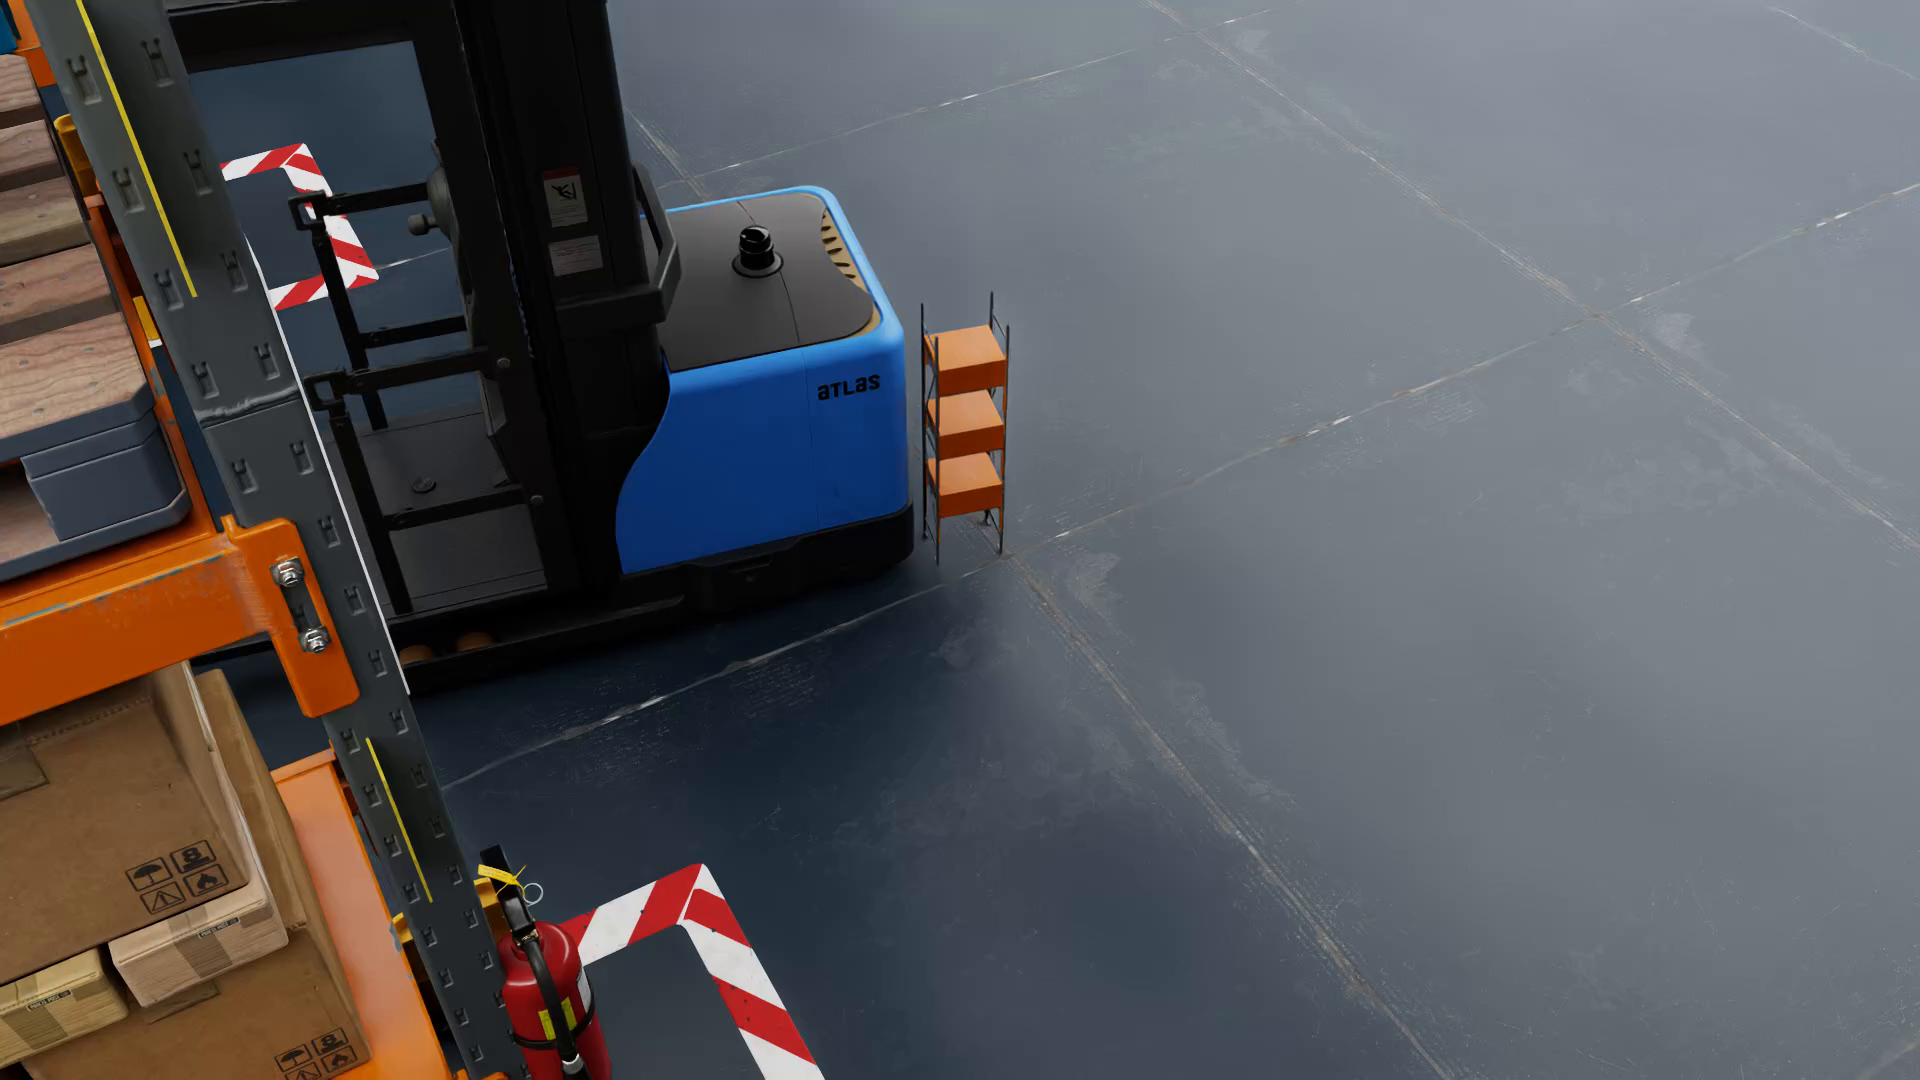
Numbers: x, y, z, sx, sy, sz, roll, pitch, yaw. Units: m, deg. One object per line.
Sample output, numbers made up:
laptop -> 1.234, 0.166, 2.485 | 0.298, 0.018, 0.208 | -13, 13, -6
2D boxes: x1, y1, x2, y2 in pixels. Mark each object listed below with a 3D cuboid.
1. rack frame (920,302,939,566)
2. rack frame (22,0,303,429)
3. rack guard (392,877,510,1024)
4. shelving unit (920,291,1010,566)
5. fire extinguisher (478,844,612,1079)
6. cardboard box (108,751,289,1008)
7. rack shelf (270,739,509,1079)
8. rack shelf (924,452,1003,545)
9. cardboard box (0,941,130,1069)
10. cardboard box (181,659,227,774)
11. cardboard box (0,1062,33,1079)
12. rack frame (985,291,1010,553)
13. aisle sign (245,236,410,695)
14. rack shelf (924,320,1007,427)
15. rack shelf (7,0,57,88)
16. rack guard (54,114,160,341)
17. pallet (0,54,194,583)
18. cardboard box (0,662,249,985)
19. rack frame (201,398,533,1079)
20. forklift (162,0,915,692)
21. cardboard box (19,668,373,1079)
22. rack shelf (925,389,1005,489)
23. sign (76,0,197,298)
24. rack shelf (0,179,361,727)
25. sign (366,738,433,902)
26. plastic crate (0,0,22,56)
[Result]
rack frame -> -0.105, -0.350, 5.854 | 0.008, 1.050, 0.200 | -11, 45, -12
rack frame -> -1.146, -1.539, 1.374 | 0.127, 3.000, 1.000 | -22, 48, -21
rack guard -> -1.125, 1.503, 4.342 | 0.348, 0.500, 1.175 | -22, 48, -21
shelving unit -> 0.013, -0.373, 5.879 | 0.252, 1.050, 0.215 | -11, 45, -12
fire extinguisher -> -0.812, 0.881, 3.244 | 0.183, 0.674, 0.296 | -22, 48, -21
cardboard box -> -1.382, 0.593, 2.947 | 0.250, 0.149, 0.380 | -23, 49, -22
rack shelf -> -2.880, 1.566, 2.999 | 4.000, 0.370, 1.077 | -22, 48, -21
rack shelf -> 0.011, -0.166, 6.080 | 0.240, 0.259, 0.215 | -11, 45, -12
cardboard box -> -1.609, 0.685, 2.853 | 0.250, 0.149, 0.380 | -21, 48, -20
cardboard box -> -1.593, 0.352, 3.196 | 0.250, 0.149, 0.380 | -22, 48, -21
cardboard box -> -2.010, 0.918, 3.079 | 0.500, 0.500, 0.700 | -21, 48, -20
rack frame -> 0.130, -0.396, 5.904 | 0.008, 1.050, 0.200 | -11, 45, -12
aisle sign -> -0.943, -0.164, 2.399 | 0.004, 0.787, 0.394 | -22, 48, -21
rack shelf -> 0.014, -0.569, 5.689 | 0.240, 0.259, 0.215 | -11, 45, -12
rack shelf -> -5.344, -1.426, 6.082 | 4.000, 0.370, 1.077 | -22, 48, -21
rack guard -> -3.653, -1.426, 7.361 | 0.348, 0.500, 1.175 | -22, 48, -21
pallet -> -1.772, -0.201, 2.213 | 1.213, 0.211, 1.003 | -22, 48, -21
cardboard box -> -1.603, 0.285, 2.799 | 0.500, 0.500, 0.700 | -22, 48, -21
rack frame -> -1.146, 0.614, 3.463 | 0.127, 3.000, 1.000 | -22, 48, -21
forklift -> -1.742, -0.947, 5.121 | 3.031, 2.935, 1.130 | -13, 46, -13
cardboard box -> -1.557, 0.733, 3.270 | 0.500, 0.500, 0.700 | -22, 48, -21
rack shelf -> 0.012, -0.365, 5.887 | 0.240, 0.259, 0.215 | -11, 45, -12
sign -> -0.888, -0.419, 1.795 | 0.005, 0.325, 0.100 | -22, 48, -21
rack shelf -> -2.880, 0.490, 1.954 | 4.000, 0.370, 1.077 | -22, 48, -21
sign -> -0.888, 0.446, 2.635 | 0.005, 0.325, 0.100 | -22, 48, -21
plastic crate -> -3.895, -1.971, 6.233 | 0.616, 0.251, 0.499 | -22, 48, -21
